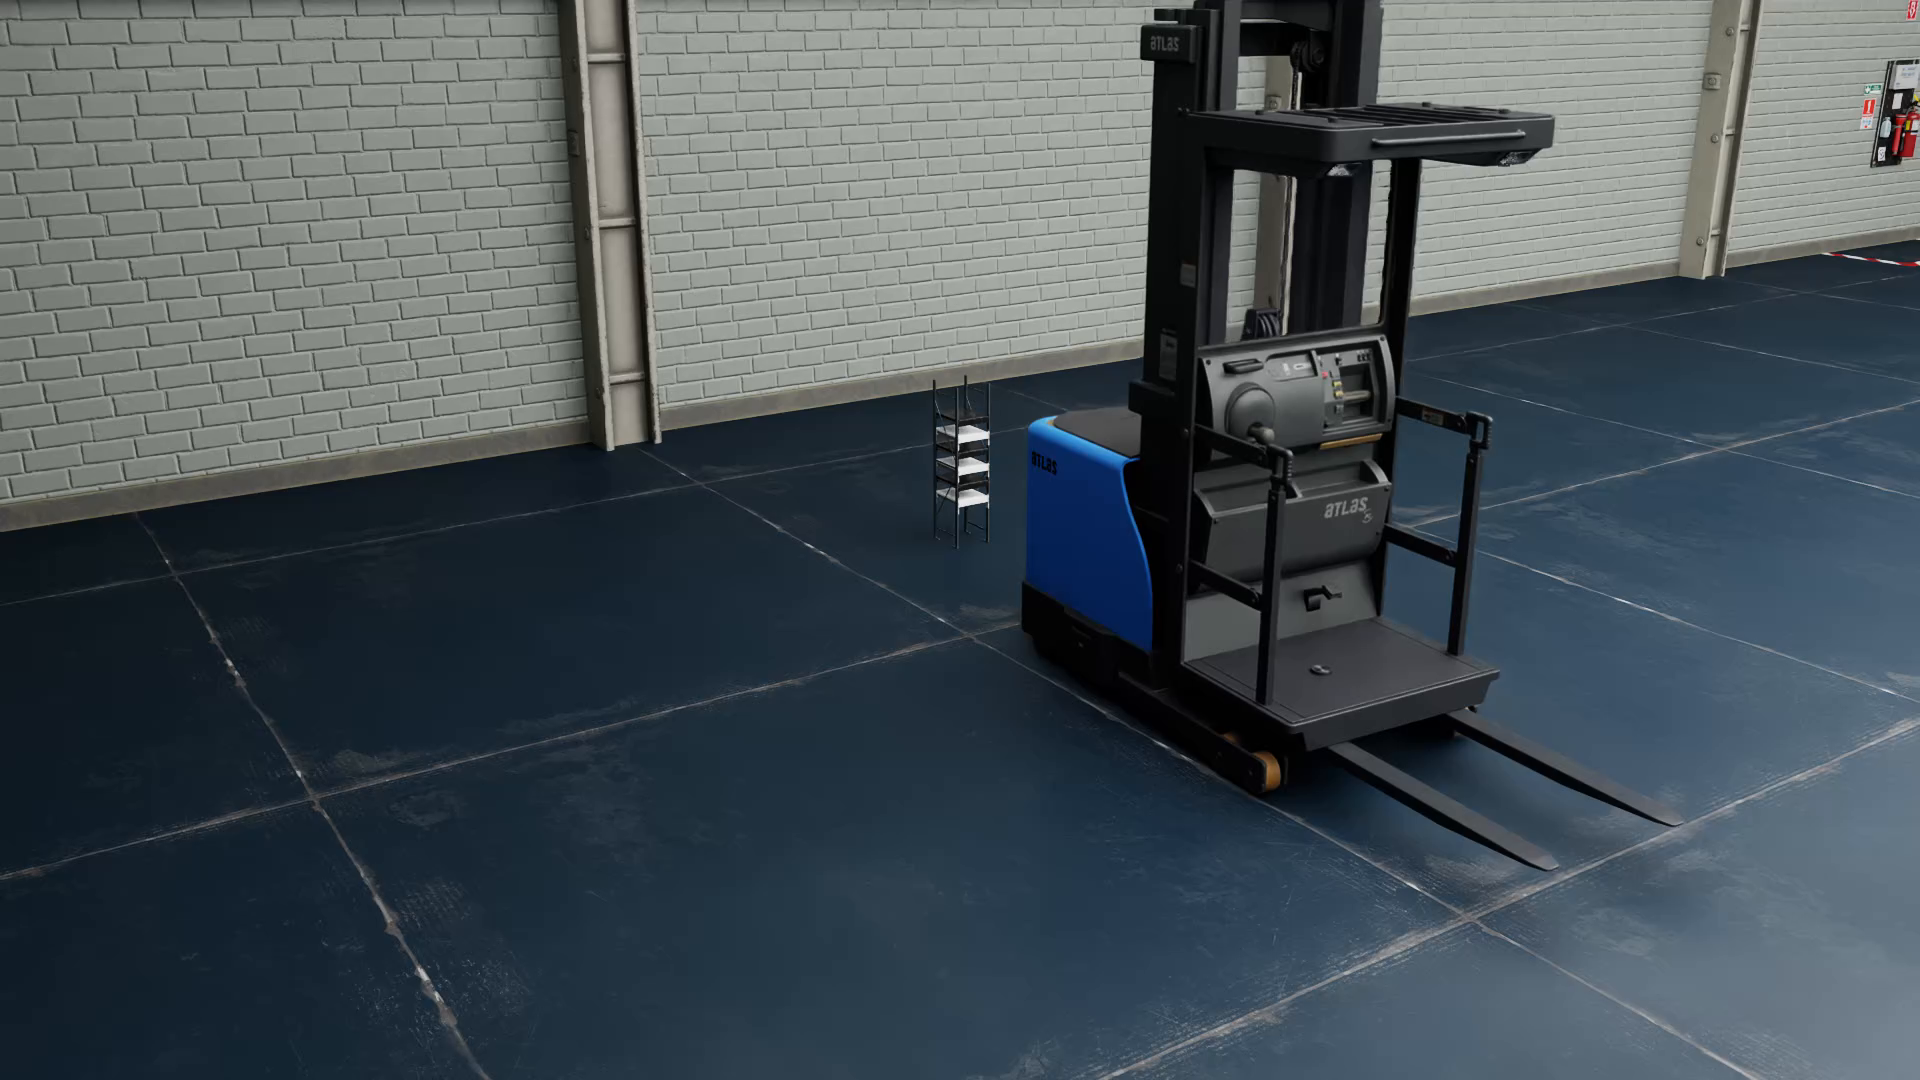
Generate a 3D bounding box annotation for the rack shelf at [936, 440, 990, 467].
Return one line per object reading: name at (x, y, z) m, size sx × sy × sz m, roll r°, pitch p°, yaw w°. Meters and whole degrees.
rack shelf at (0.007, -0.481, 9.087) m, size 0.200 × 0.077 × 0.258 m, roll -12°, pitch 22°, yaw -31°

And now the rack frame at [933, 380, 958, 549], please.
rack frame at (-0.078, -0.410, 9.052) m, size 0.006 × 0.900 × 0.240 m, roll -12°, pitch 22°, yaw -31°

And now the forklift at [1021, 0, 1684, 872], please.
forklift at (1.450, -0.582, 6.390) m, size 1.130 × 2.935 × 3.031 m, roll -10°, pitch 21°, yaw -28°

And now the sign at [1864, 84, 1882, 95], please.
sign at (10.185, -5.026, 18.546) m, size 0.331 × 0.109 × 0.001 m, roll -12°, pitch 22°, yaw -31°

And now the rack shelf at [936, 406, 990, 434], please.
rack shelf at (0.007, -0.652, 9.029) m, size 0.200 × 0.077 × 0.258 m, roll -12°, pitch 22°, yaw -31°

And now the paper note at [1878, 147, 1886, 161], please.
paper note at (10.509, -4.400, 18.951) m, size 0.142 × 0.148 × 0.016 m, roll -12°, pitch 22°, yaw -31°

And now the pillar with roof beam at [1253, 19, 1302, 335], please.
pillar with roof beam at (5.125, -4.832, 9.486) m, size 0.400 × 9.000 × 9.100 m, roll -12°, pitch 22°, yaw -31°

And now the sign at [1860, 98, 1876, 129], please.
sign at (10.176, -4.777, 18.635) m, size 0.234 × 0.329 × 0.001 m, roll -12°, pitch 22°, yaw -31°

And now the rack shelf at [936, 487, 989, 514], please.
rack shelf at (0.007, -0.226, 9.173) m, size 0.200 × 0.077 × 0.258 m, roll -12°, pitch 22°, yaw -31°

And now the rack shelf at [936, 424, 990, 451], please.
rack shelf at (0.007, -0.567, 9.058) m, size 0.200 × 0.077 × 0.258 m, roll -12°, pitch 22°, yaw -31°

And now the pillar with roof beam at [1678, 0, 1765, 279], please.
pillar with roof beam at (10.136, -5.888, 12.612) m, size 0.400 × 9.000 × 9.100 m, roll -12°, pitch 22°, yaw -31°

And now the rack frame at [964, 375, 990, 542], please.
rack frame at (0.092, -0.446, 9.158) m, size 0.006 × 0.900 × 0.240 m, roll -12°, pitch 22°, yaw -31°

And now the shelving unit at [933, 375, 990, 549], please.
shelving unit at (0.007, -0.428, 9.105) m, size 0.210 × 0.900 × 0.258 m, roll -12°, pitch 22°, yaw -31°

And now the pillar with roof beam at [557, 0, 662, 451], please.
pillar with roof beam at (0.114, -3.775, 6.360) m, size 0.400 × 9.000 × 9.100 m, roll -12°, pitch 22°, yaw -31°

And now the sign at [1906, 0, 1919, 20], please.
sign at (10.633, -5.953, 18.551) m, size 0.199 × 0.298 × 0.001 m, roll -12°, pitch 22°, yaw -31°

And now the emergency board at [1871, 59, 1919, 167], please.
emergency board at (10.695, -4.830, 18.847) m, size 0.643 × 1.169 × 0.194 m, roll -12°, pitch 22°, yaw -31°

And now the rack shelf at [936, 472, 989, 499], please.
rack shelf at (0.007, -0.311, 9.144) m, size 0.200 × 0.077 × 0.258 m, roll -12°, pitch 22°, yaw -31°

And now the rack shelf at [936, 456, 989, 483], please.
rack shelf at (0.007, -0.396, 9.116) m, size 0.200 × 0.077 × 0.258 m, roll -12°, pitch 22°, yaw -31°
